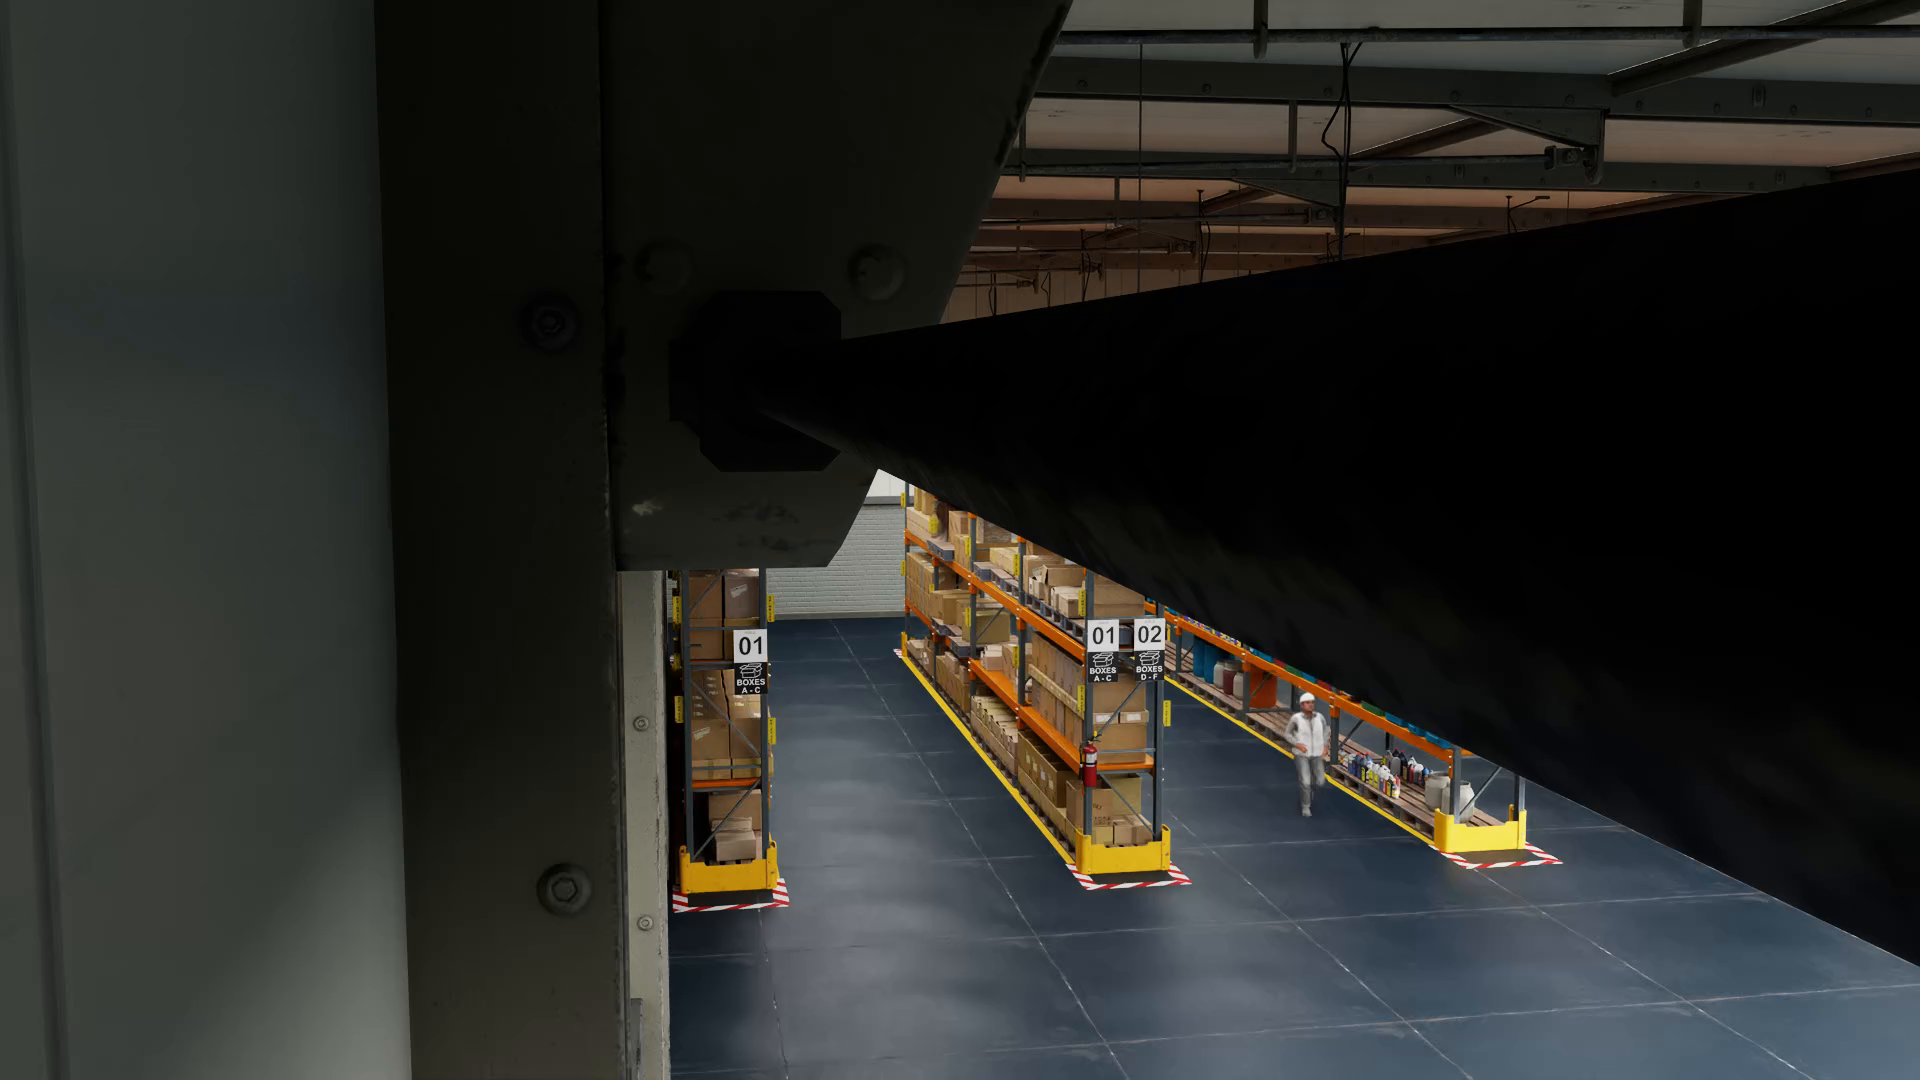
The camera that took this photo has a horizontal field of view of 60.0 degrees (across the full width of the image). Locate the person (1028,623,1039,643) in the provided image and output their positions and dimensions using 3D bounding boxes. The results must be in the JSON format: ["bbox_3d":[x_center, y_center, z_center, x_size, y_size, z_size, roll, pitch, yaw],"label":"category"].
[{"bbox_3d":[1.524,1.847,35.280,0.626,1.735,0.807,-3,7,-25],"label":"person"}]

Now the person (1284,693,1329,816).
[{"bbox_3d":[4.941,3.031,23.636,0.691,1.735,0.609,-1,6,-9],"label":"person"}]
